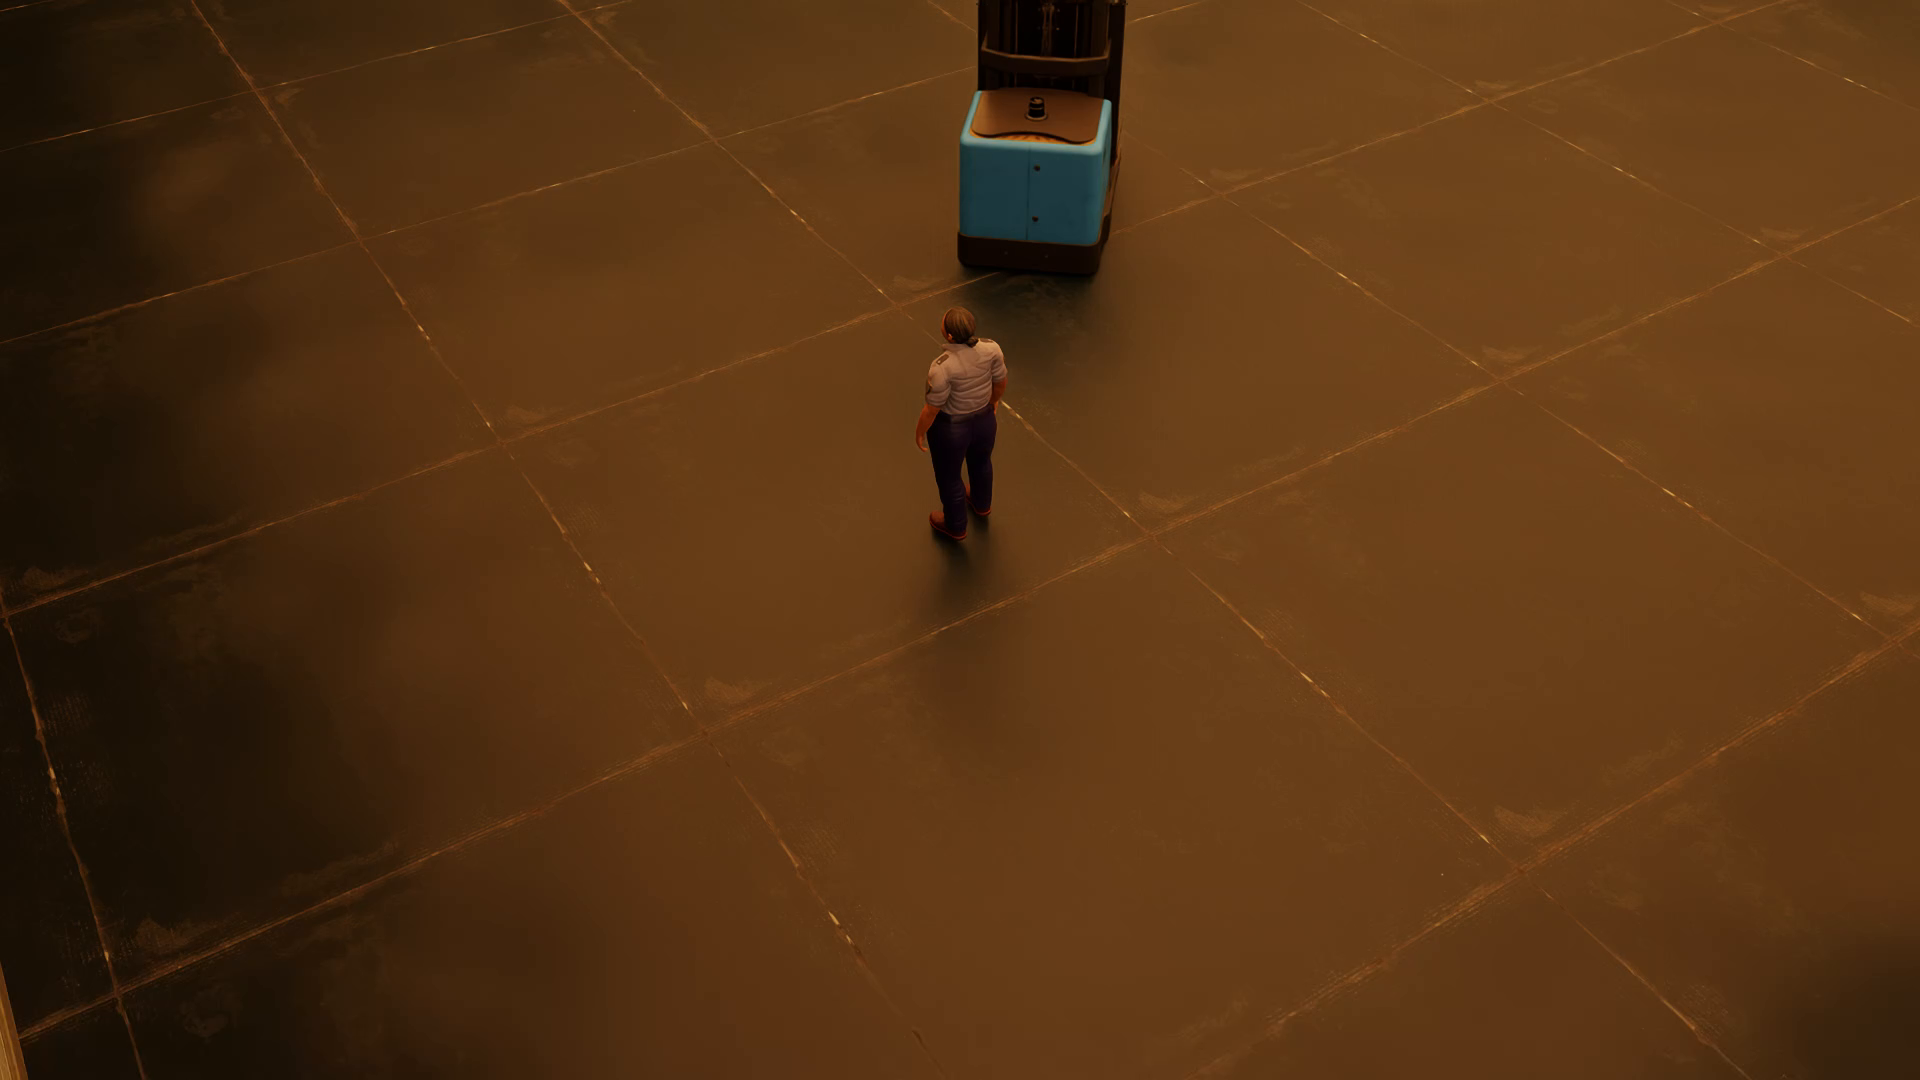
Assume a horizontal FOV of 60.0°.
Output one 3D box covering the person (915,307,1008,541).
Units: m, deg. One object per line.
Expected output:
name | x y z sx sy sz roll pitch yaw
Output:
person | -0.029 -0.714 9.592 0.598 1.651 0.502 -23 46 -24

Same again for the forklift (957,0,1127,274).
forklift | 0.716 -4.031 12.483 1.130 2.935 3.031 6 41 7
